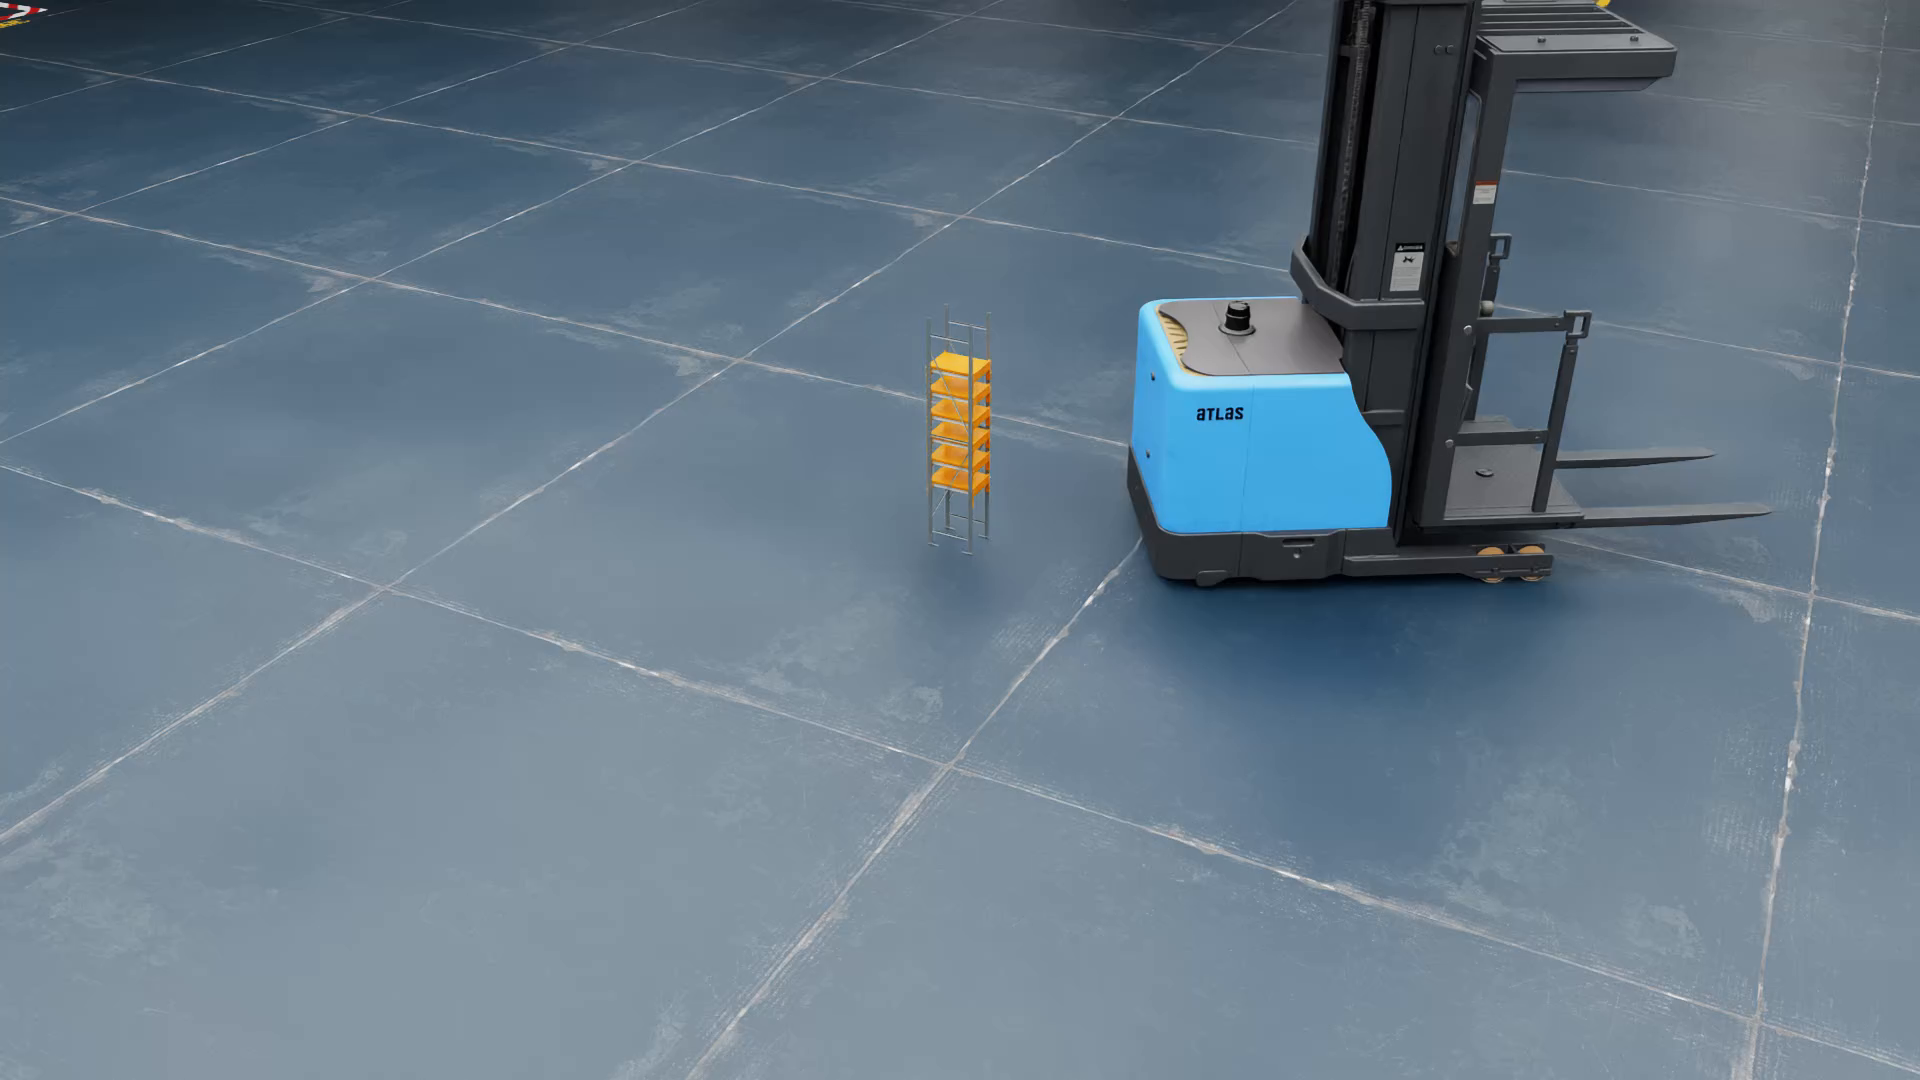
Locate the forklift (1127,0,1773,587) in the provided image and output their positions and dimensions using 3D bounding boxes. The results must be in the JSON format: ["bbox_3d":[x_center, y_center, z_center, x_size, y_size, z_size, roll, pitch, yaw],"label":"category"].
[{"bbox_3d":[2.403,-1.330,7.623,3.031,2.935,1.130,-2,30,-3],"label":"forklift"}]

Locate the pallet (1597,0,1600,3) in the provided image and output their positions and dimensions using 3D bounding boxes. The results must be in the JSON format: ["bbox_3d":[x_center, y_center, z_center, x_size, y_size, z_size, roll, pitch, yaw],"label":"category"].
[{"bbox_3d":[7.055,-6.552,19.447,1.003,0.211,1.213,14,33,23],"label":"pallet"}]

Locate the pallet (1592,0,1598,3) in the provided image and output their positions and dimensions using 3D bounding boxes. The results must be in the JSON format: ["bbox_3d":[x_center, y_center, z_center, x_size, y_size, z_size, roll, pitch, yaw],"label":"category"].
[{"bbox_3d":[6.498,-6.013,18.509,1.003,0.211,1.213,14,33,23],"label":"pallet"}]

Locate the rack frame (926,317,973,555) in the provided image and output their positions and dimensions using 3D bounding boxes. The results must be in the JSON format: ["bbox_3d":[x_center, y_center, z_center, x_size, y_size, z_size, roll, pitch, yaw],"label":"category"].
[{"bbox_3d":[-0.048,-0.473,7.869,0.240,1.200,0.006,14,33,23],"label":"rack frame"}]

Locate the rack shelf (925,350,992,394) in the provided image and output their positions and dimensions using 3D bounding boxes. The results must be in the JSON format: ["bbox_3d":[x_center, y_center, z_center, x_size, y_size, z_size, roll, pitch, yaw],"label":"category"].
[{"bbox_3d":[-0.007,-0.788,7.783,0.258,0.103,0.180,14,33,23],"label":"rack shelf"}]

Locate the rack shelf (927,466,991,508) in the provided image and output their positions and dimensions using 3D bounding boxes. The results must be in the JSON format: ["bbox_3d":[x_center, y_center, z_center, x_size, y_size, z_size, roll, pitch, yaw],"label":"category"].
[{"bbox_3d":[-0.007,-0.267,8.082,0.258,0.103,0.180,14,33,23],"label":"rack shelf"}]

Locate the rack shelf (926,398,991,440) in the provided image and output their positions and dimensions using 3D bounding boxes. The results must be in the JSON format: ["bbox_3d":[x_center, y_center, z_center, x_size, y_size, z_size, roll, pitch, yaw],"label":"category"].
[{"bbox_3d":[-0.007,-0.579,7.902,0.258,0.103,0.180,14,33,23],"label":"rack shelf"}]

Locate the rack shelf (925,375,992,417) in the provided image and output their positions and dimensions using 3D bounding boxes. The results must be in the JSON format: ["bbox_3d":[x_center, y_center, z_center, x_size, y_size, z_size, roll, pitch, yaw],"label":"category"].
[{"bbox_3d":[-0.007,-0.683,7.843,0.258,0.103,0.180,14,33,23],"label":"rack shelf"}]

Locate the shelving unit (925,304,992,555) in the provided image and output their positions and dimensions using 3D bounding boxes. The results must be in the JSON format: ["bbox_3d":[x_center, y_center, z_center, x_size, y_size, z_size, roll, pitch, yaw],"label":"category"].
[{"bbox_3d":[-0.007,-0.514,7.940,0.258,1.200,0.189,14,33,23],"label":"shelving unit"}]

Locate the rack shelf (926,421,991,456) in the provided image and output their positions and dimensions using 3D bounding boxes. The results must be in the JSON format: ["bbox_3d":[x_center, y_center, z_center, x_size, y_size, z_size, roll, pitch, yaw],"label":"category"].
[{"bbox_3d":[-0.007,-0.475,7.962,0.258,0.103,0.180,14,33,23],"label":"rack shelf"}]

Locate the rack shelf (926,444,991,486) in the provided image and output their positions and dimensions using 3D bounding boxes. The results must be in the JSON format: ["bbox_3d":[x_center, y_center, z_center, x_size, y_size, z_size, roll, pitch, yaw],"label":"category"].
[{"bbox_3d":[-0.007,-0.371,8.022,0.258,0.103,0.180,14,33,23],"label":"rack shelf"}]

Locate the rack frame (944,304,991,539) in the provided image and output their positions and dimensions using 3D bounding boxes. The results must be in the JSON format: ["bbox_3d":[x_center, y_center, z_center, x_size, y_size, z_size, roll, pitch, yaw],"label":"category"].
[{"bbox_3d":[0.035,-0.554,8.011,0.240,1.200,0.006,14,33,23],"label":"rack frame"}]
